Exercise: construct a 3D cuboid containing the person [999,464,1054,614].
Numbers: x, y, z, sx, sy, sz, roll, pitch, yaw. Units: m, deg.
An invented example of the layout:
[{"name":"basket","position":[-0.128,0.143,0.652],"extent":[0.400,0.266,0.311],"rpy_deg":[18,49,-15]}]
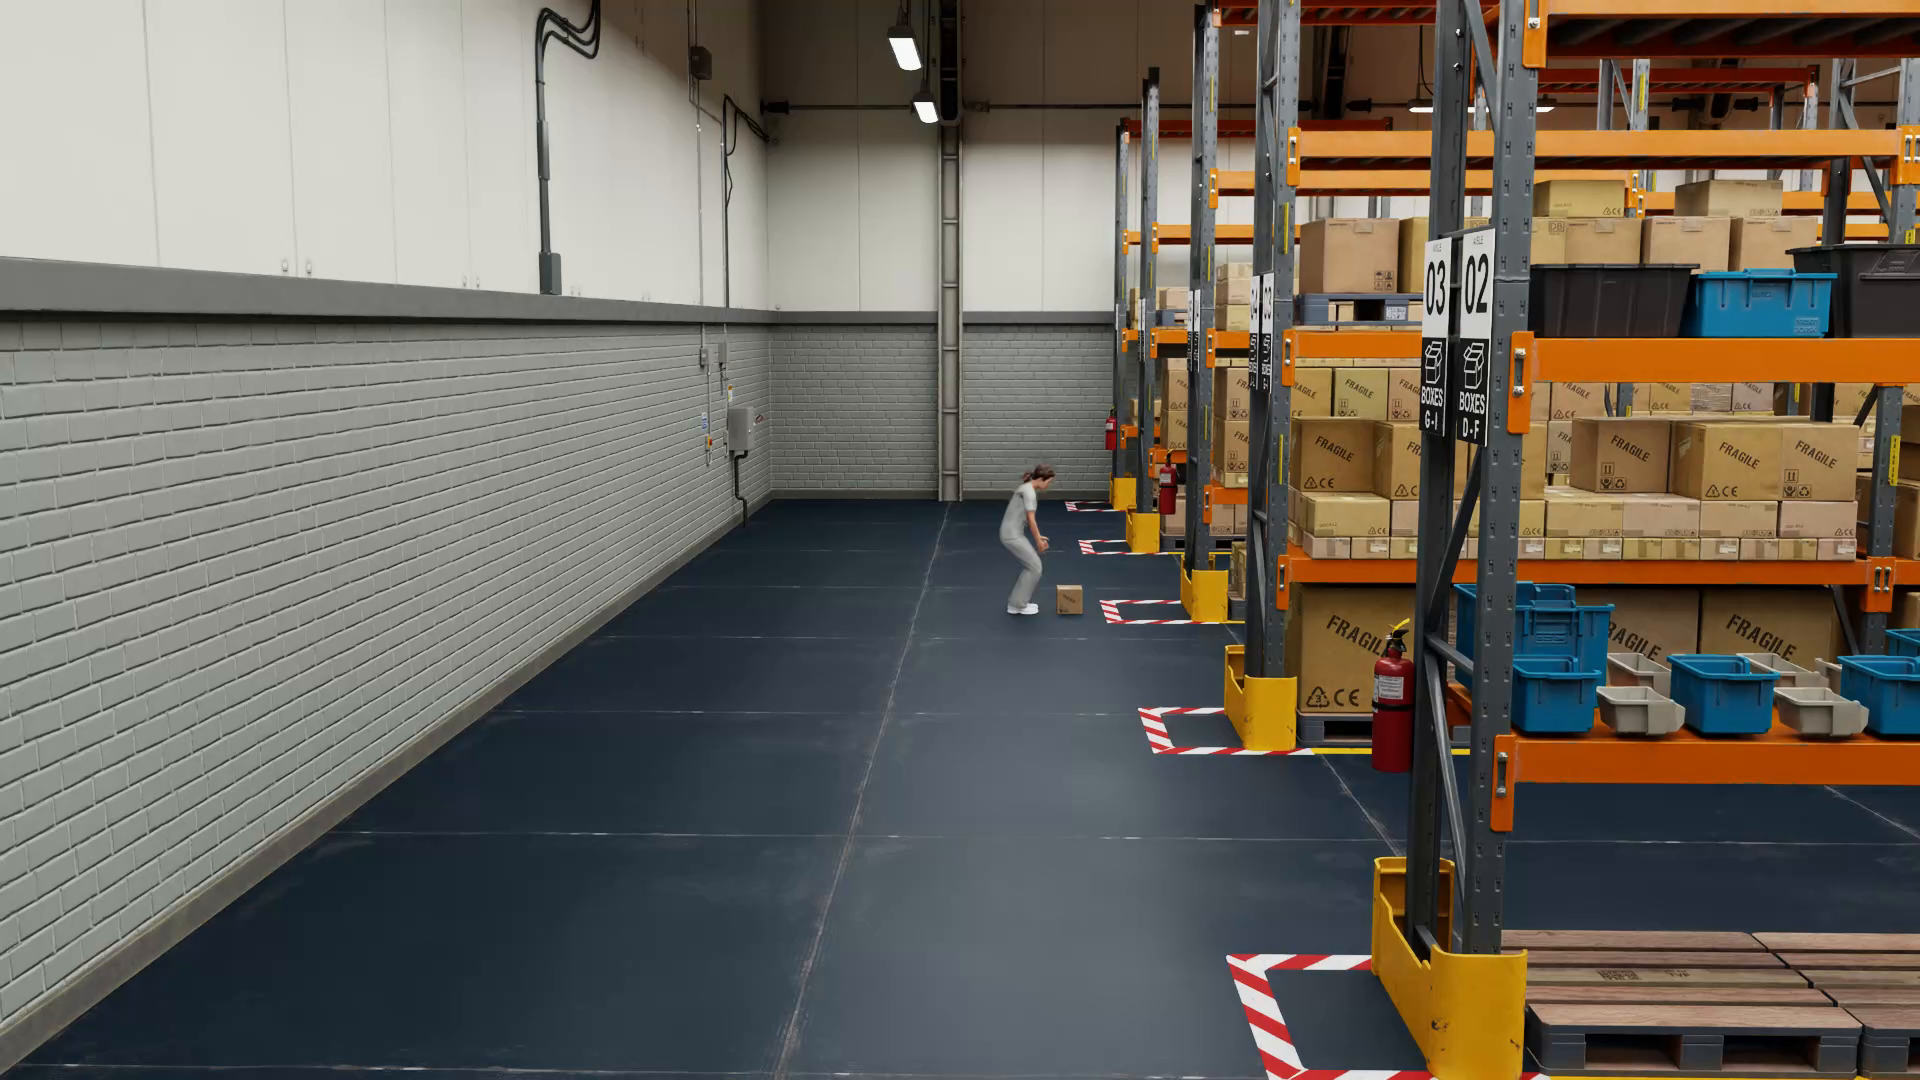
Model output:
[{"name":"person","position":[0.666,-0.018,16.671],"extent":[0.554,1.493,0.486],"rpy_deg":[0,7,2]}]
